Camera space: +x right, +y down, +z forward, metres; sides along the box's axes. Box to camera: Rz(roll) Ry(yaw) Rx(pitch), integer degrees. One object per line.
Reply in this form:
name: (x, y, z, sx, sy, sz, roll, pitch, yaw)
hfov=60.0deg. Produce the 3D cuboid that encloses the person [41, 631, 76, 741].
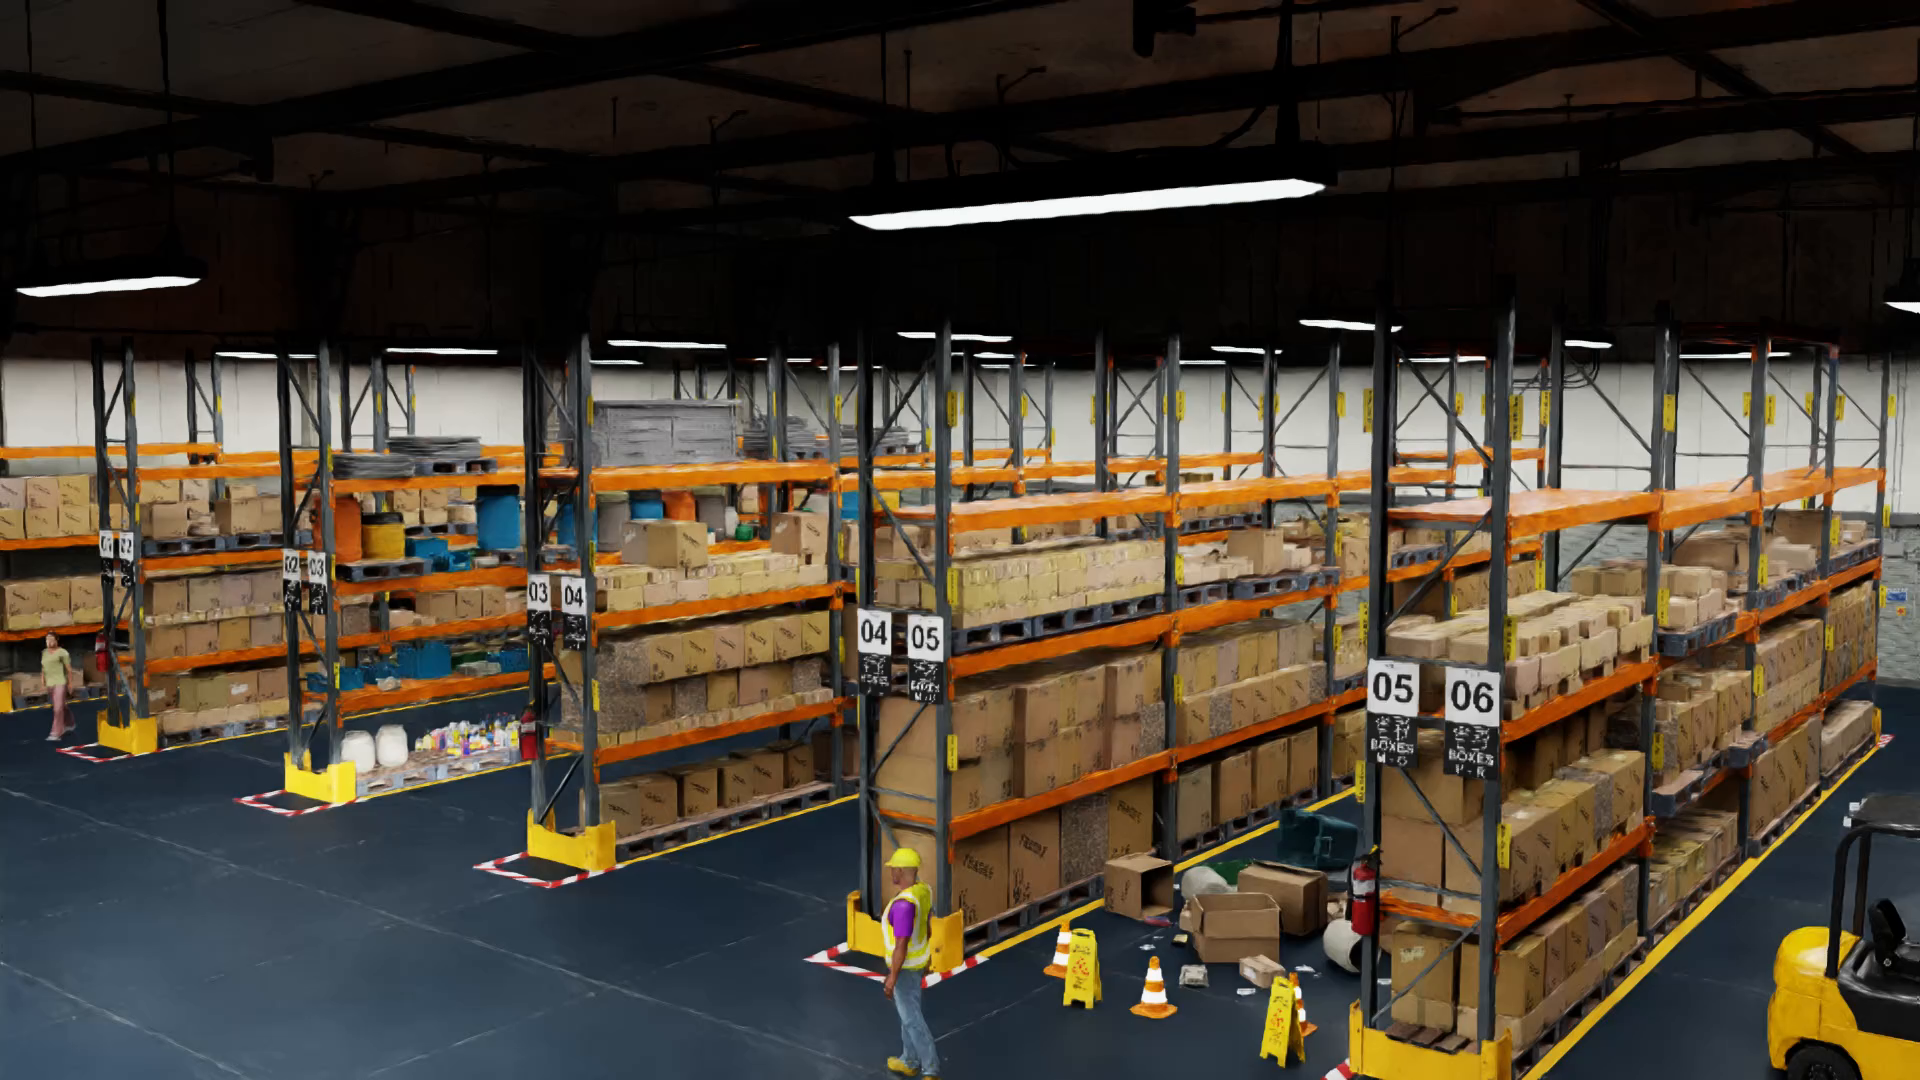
person: (-13.600, 2.171, 24.998, 0.543, 1.633, 0.923, 1, 5, 13)

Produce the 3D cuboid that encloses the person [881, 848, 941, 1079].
person: (-0.359, 3.176, 12.510, 0.482, 1.702, 0.750, 1, 5, 8)
